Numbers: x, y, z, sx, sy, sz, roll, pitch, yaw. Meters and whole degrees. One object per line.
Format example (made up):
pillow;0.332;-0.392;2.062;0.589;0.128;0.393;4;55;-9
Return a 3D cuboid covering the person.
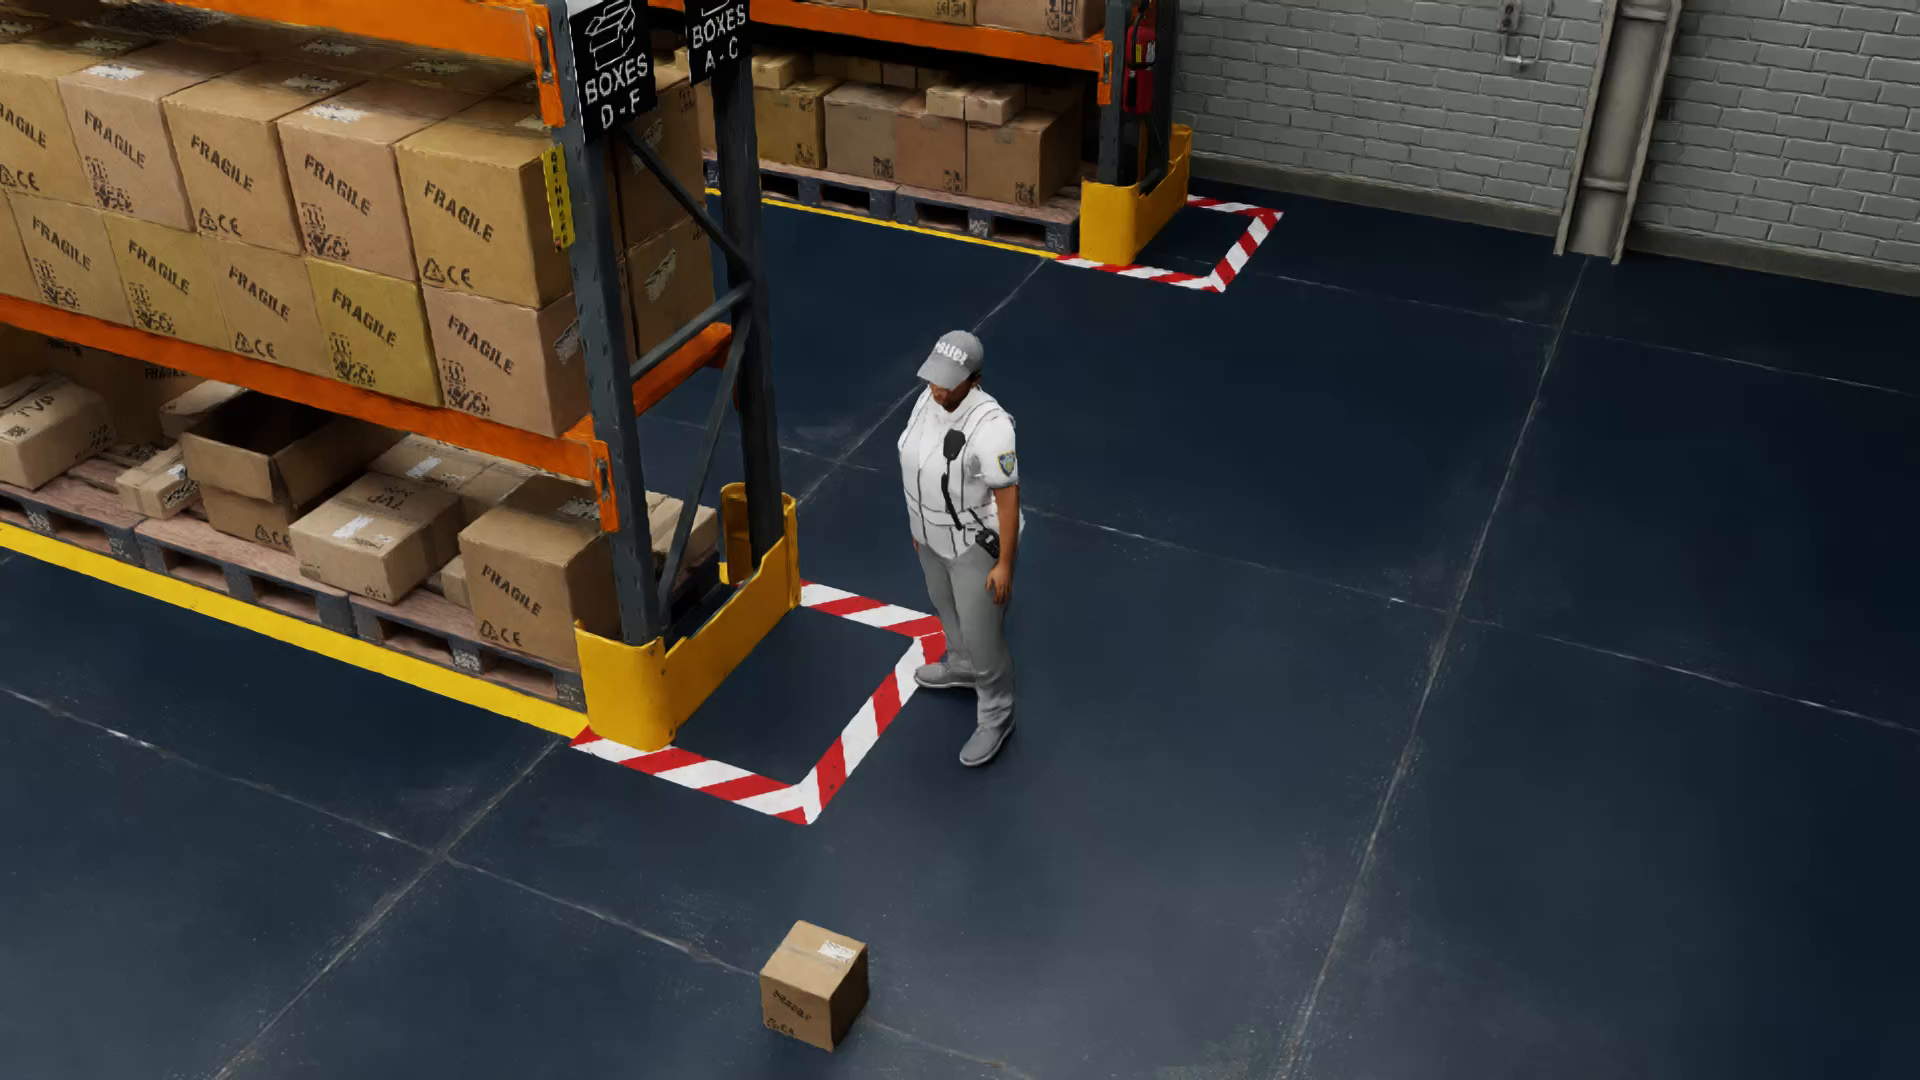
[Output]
person;0.010;-0.011;6.119;0.393;1.671;0.608;-22;40;-29
